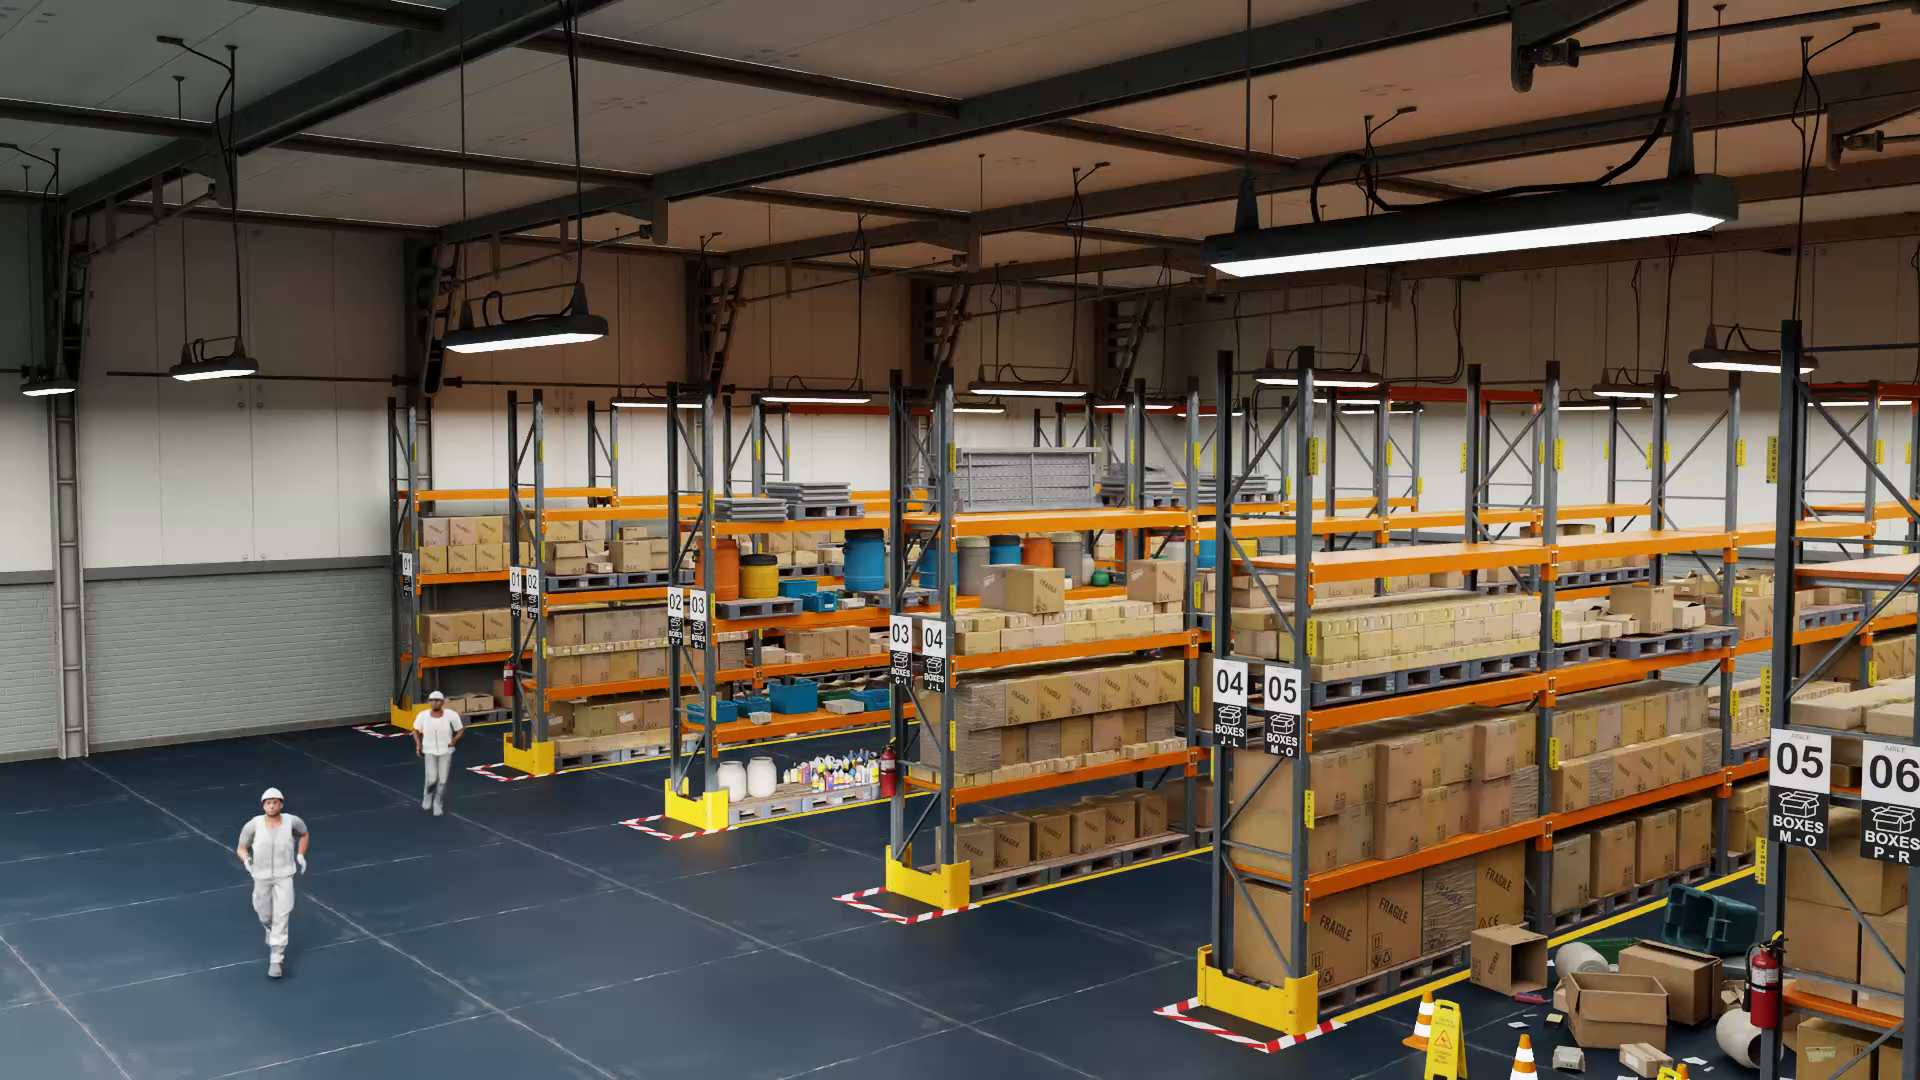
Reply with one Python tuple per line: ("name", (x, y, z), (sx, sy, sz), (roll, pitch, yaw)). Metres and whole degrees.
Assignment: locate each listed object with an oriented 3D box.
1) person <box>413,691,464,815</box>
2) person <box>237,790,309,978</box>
("person", (-7.203, 2.947, 22.971), (0.675, 1.728, 0.621), (-1, 3, -16))
("person", (-6.740, 3.332, 16.339), (0.654, 1.770, 0.898), (-1, 4, -20))
